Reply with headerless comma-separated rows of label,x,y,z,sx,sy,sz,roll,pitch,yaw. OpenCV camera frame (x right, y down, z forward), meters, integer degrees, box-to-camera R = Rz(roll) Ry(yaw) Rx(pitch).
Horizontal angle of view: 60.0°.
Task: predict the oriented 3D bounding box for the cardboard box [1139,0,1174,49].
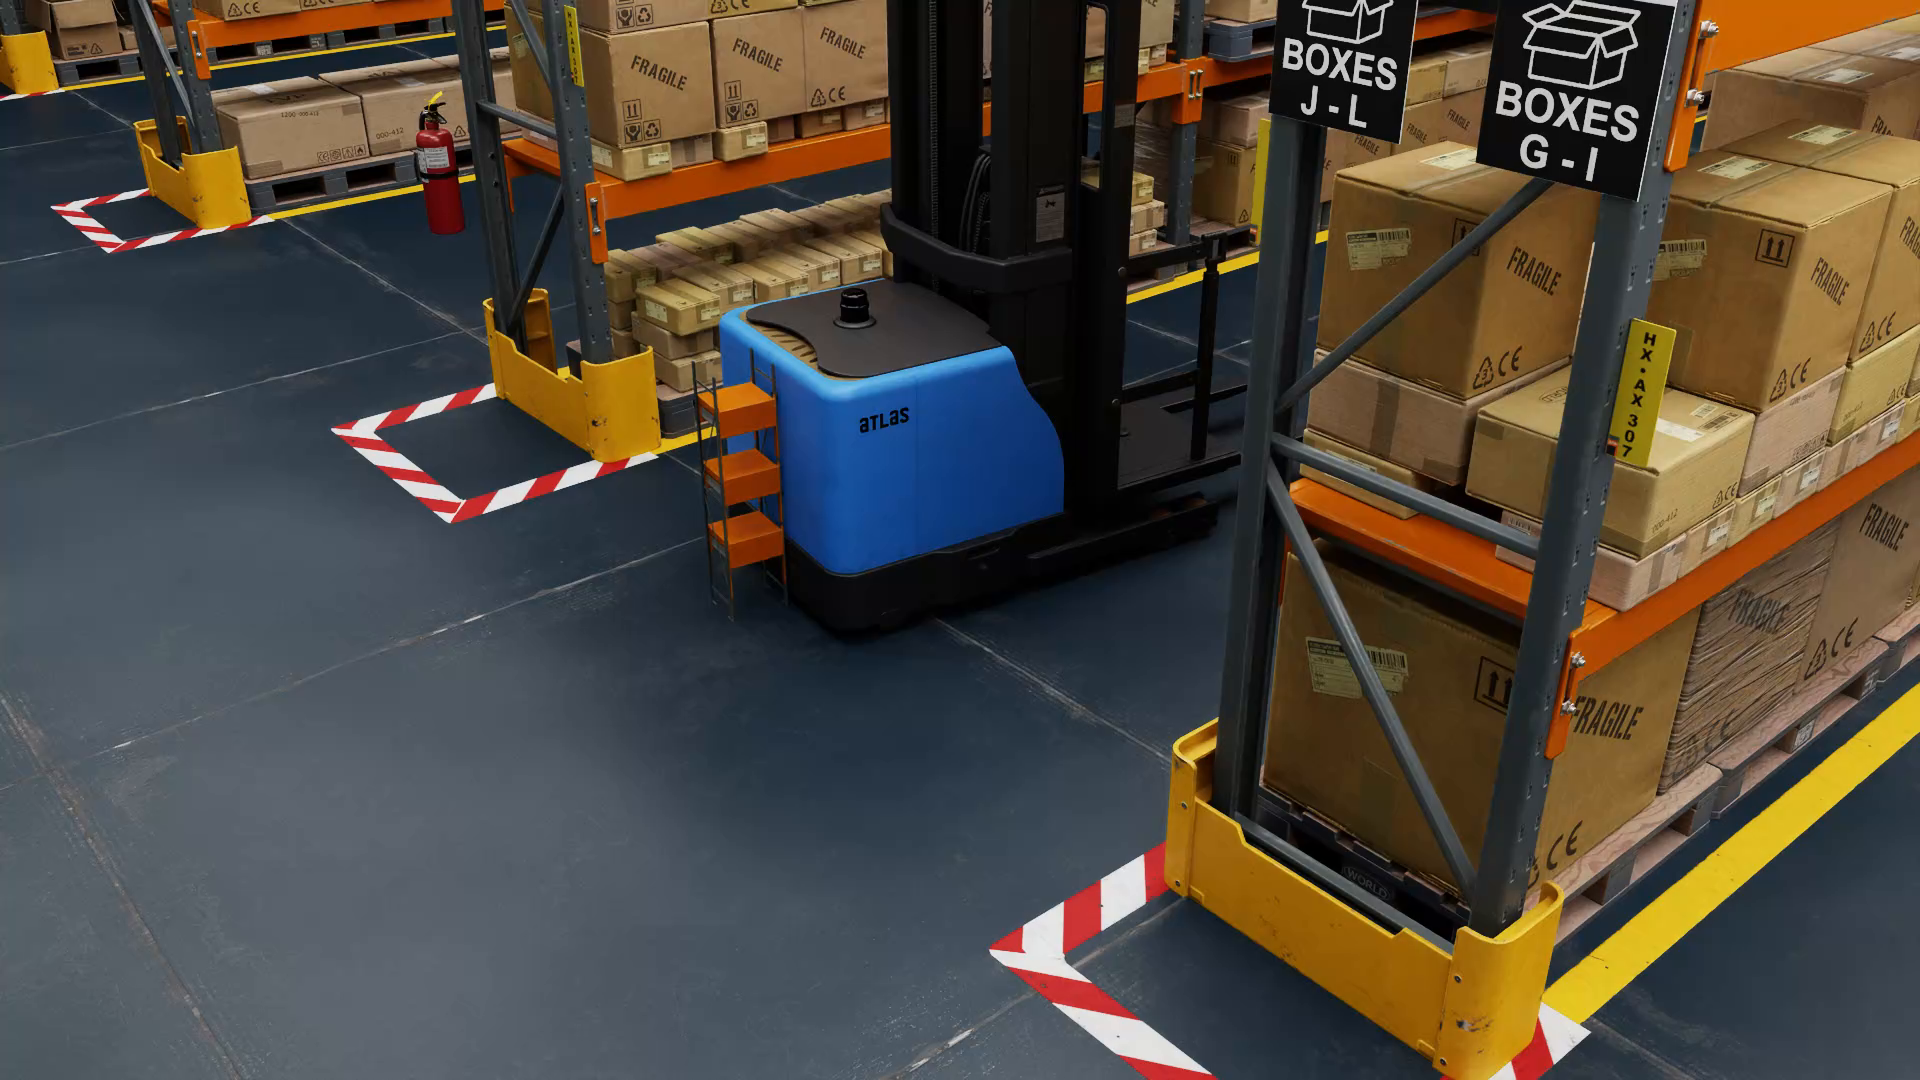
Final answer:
cardboard box,0.860,-3.065,9.381,0.500,0.500,0.500,-22,35,-35

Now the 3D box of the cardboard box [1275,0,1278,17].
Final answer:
cardboard box,1.850,-3.256,9.981,0.250,0.149,0.380,-21,35,-34

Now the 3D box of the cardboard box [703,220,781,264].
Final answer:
cardboard box,-1.179,-1.596,9.002,0.250,0.149,0.380,-24,36,-37

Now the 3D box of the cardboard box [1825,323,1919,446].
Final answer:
cardboard box,2.460,-0.535,4.912,0.500,0.250,0.500,-23,36,-36

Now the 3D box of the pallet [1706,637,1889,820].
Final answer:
pallet,2.629,0.480,6.128,1.213,0.211,1.003,-22,35,-35

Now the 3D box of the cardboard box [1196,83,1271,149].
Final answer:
cardboard box,1.778,-2.684,10.501,0.500,0.250,0.500,-24,36,-37

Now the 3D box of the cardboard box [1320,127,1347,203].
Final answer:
cardboard box,2.180,-2.515,10.981,0.500,0.500,0.500,-20,34,-33

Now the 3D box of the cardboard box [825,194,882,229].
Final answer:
cardboard box,-0.557,-1.829,9.439,0.250,0.149,0.380,-22,35,-35

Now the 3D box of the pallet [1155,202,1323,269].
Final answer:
pallet,1.636,-2.148,11.045,1.213,0.211,1.003,-22,35,-35

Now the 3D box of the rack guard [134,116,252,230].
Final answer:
rack guard,-5.306,-2.550,11.491,0.348,0.500,1.175,-22,35,-35

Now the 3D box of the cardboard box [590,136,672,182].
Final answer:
cardboard box,-1.539,-1.786,7.677,0.250,0.149,0.380,-22,35,-35

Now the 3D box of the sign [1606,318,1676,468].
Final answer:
sign,1.500,-0.322,3.668,0.005,0.325,0.100,-22,35,-35

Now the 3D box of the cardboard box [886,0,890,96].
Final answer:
cardboard box,-0.322,-2.605,8.521,0.500,0.500,0.500,-23,36,-36

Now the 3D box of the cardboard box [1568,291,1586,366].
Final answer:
cardboard box,1.727,-0.569,4.977,0.500,0.250,0.500,-23,35,-36

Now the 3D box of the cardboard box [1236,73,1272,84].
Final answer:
cardboard box,1.847,-3.024,11.136,0.500,0.250,0.500,-20,34,-33

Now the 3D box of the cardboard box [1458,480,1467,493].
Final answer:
cardboard box,1.398,-0.302,4.900,0.250,0.149,0.380,-21,35,-34

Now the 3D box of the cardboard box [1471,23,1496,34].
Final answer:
cardboard box,4.609,-3.710,12.951,0.750,0.750,1.050,-22,35,-36

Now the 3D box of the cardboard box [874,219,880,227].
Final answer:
cardboard box,-0.262,-1.665,9.131,0.250,0.149,0.380,-22,35,-35

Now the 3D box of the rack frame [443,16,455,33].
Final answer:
rack frame,-5.469,-6.662,16.533,0.127,3.000,1.000,-22,35,-35

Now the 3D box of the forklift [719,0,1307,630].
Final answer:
forklift,0.532,-1.452,6.857,3.031,2.935,1.130,-17,32,-28

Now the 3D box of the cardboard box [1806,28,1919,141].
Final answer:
cardboard box,3.277,-1.523,5.965,0.500,0.500,0.500,-22,35,-35

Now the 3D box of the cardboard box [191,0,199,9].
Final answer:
cardboard box,-5.093,-3.946,11.345,0.500,0.500,0.500,-22,35,-35

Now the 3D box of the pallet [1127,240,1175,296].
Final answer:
pallet,0.557,-1.691,10.191,1.213,0.211,1.003,-22,35,-35

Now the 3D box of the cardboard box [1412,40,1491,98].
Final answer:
cardboard box,3.360,-3.315,11.681,0.500,0.250,0.500,-21,35,-34

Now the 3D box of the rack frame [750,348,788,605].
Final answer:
rack frame,-0.754,-0.238,6.581,0.008,1.050,0.200,-17,32,-28

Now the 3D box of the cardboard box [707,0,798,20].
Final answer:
cardboard box,-1.105,-2.731,7.694,0.500,0.500,0.500,-21,34,-34

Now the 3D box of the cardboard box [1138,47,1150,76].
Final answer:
cardboard box,0.854,-2.739,9.460,0.250,0.149,0.380,-23,36,-36

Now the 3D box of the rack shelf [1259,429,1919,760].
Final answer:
rack shelf,2.666,-0.401,5.580,4.000,0.370,1.077,-22,35,-35

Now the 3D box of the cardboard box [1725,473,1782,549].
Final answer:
cardboard box,2.017,-0.143,4.602,0.250,0.149,0.380,-23,36,-36

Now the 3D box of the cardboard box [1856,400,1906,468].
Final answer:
cardboard box,2.605,-0.380,5.045,0.250,0.149,0.380,-22,35,-35

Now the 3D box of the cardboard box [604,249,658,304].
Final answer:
cardboard box,-1.760,-1.359,8.558,0.250,0.149,0.380,-21,35,-34

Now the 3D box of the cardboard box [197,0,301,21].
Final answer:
cardboard box,-4.736,-3.747,10.974,0.500,0.500,0.500,-22,35,-35

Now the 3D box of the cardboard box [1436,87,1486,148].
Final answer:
cardboard box,3.359,-2.993,11.875,0.500,0.500,0.500,-20,34,-33

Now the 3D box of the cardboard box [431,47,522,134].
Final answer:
cardboard box,-3.473,-3.511,12.910,0.875,0.438,0.875,-23,36,-36

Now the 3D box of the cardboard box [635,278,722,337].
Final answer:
cardboard box,-1.379,-1.144,8.156,0.250,0.149,0.380,-24,36,-37

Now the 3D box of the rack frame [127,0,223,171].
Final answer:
rack frame,-5.288,-3.659,10.915,0.127,3.000,1.000,-22,35,-35

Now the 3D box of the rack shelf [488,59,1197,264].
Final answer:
rack shelf,-0.477,-2.210,8.966,4.000,0.370,1.077,-22,35,-35

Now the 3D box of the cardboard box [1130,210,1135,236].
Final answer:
cardboard box,0.814,-1.901,9.888,0.250,0.149,0.380,-24,36,-37

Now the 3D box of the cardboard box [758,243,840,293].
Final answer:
cardboard box,-0.838,-1.408,8.651,0.250,0.149,0.380,-24,36,-37

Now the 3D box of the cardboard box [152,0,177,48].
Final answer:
cardboard box,-7.310,-4.922,15.483,0.500,0.500,0.700,-20,34,-33

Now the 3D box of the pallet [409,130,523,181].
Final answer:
pallet,-3.803,-3.073,12.777,1.213,0.211,1.003,-22,35,-35

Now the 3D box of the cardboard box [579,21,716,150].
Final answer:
cardboard box,-1.477,-2.129,7.630,0.500,0.500,0.500,-20,34,-33

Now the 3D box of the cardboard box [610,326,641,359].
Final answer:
cardboard box,-1.733,-1.079,8.666,0.250,0.149,0.380,-21,35,-34

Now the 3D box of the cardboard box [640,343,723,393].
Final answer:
cardboard box,-1.392,-0.889,8.310,0.250,0.149,0.380,-21,35,-34

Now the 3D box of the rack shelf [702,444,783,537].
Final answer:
rack shelf,-0.857,-0.198,6.528,0.240,0.259,0.215,-17,32,-28

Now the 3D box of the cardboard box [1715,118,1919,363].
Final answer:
cardboard box,2.455,-0.866,4.735,0.500,0.500,0.500,-23,36,-36

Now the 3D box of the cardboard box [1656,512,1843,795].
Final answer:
cardboard box,2.271,0.143,5.609,0.875,0.875,0.875,-22,35,-35

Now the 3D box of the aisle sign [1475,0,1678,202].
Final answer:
aisle sign,1.284,-1.123,3.411,0.004,0.787,0.394,-22,35,-35

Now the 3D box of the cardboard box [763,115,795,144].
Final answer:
cardboard box,-1.025,-2.071,8.208,0.250,0.149,0.380,-20,34,-33

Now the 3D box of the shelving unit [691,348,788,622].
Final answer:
shelving unit,-0.857,-0.207,6.523,0.252,1.050,0.215,-17,32,-28

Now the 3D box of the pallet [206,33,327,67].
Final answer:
pallet,-6.921,-4.847,16.096,1.213,0.211,1.003,-22,35,-35

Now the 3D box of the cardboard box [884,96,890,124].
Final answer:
cardboard box,-0.385,-2.282,8.604,0.250,0.149,0.380,-20,34,-33
